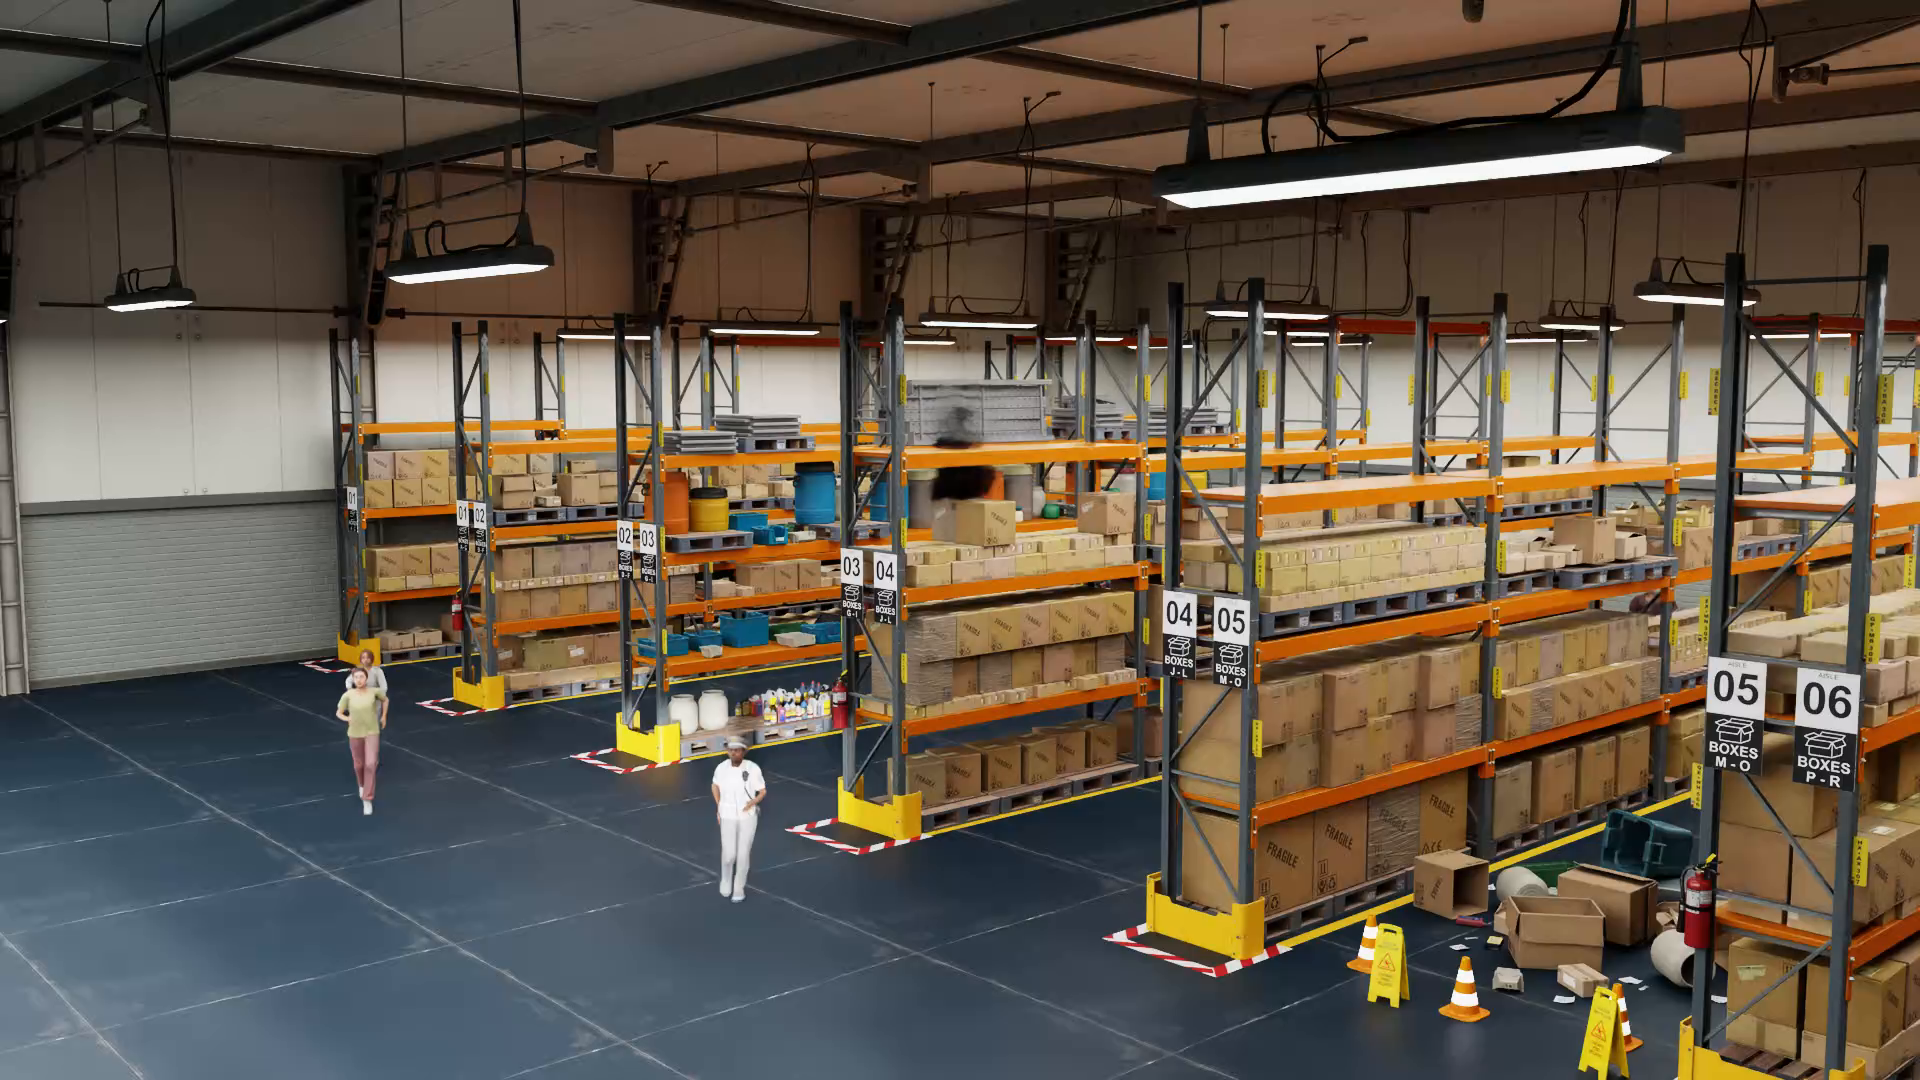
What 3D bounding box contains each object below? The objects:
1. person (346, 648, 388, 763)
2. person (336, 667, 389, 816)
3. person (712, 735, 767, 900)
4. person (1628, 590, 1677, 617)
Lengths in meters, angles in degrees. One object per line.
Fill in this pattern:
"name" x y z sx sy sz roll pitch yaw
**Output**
"person" -7.715 2.220 21.650 0.514 1.636 0.757 -2 6 -19
"person" -7.156 2.364 19.929 0.585 1.695 0.920 -1 6 -15
"person" -2.171 2.727 16.275 0.560 1.667 0.582 0 6 -2
"person" 11.595 1.562 27.878 0.703 1.833 0.713 5 7 41
